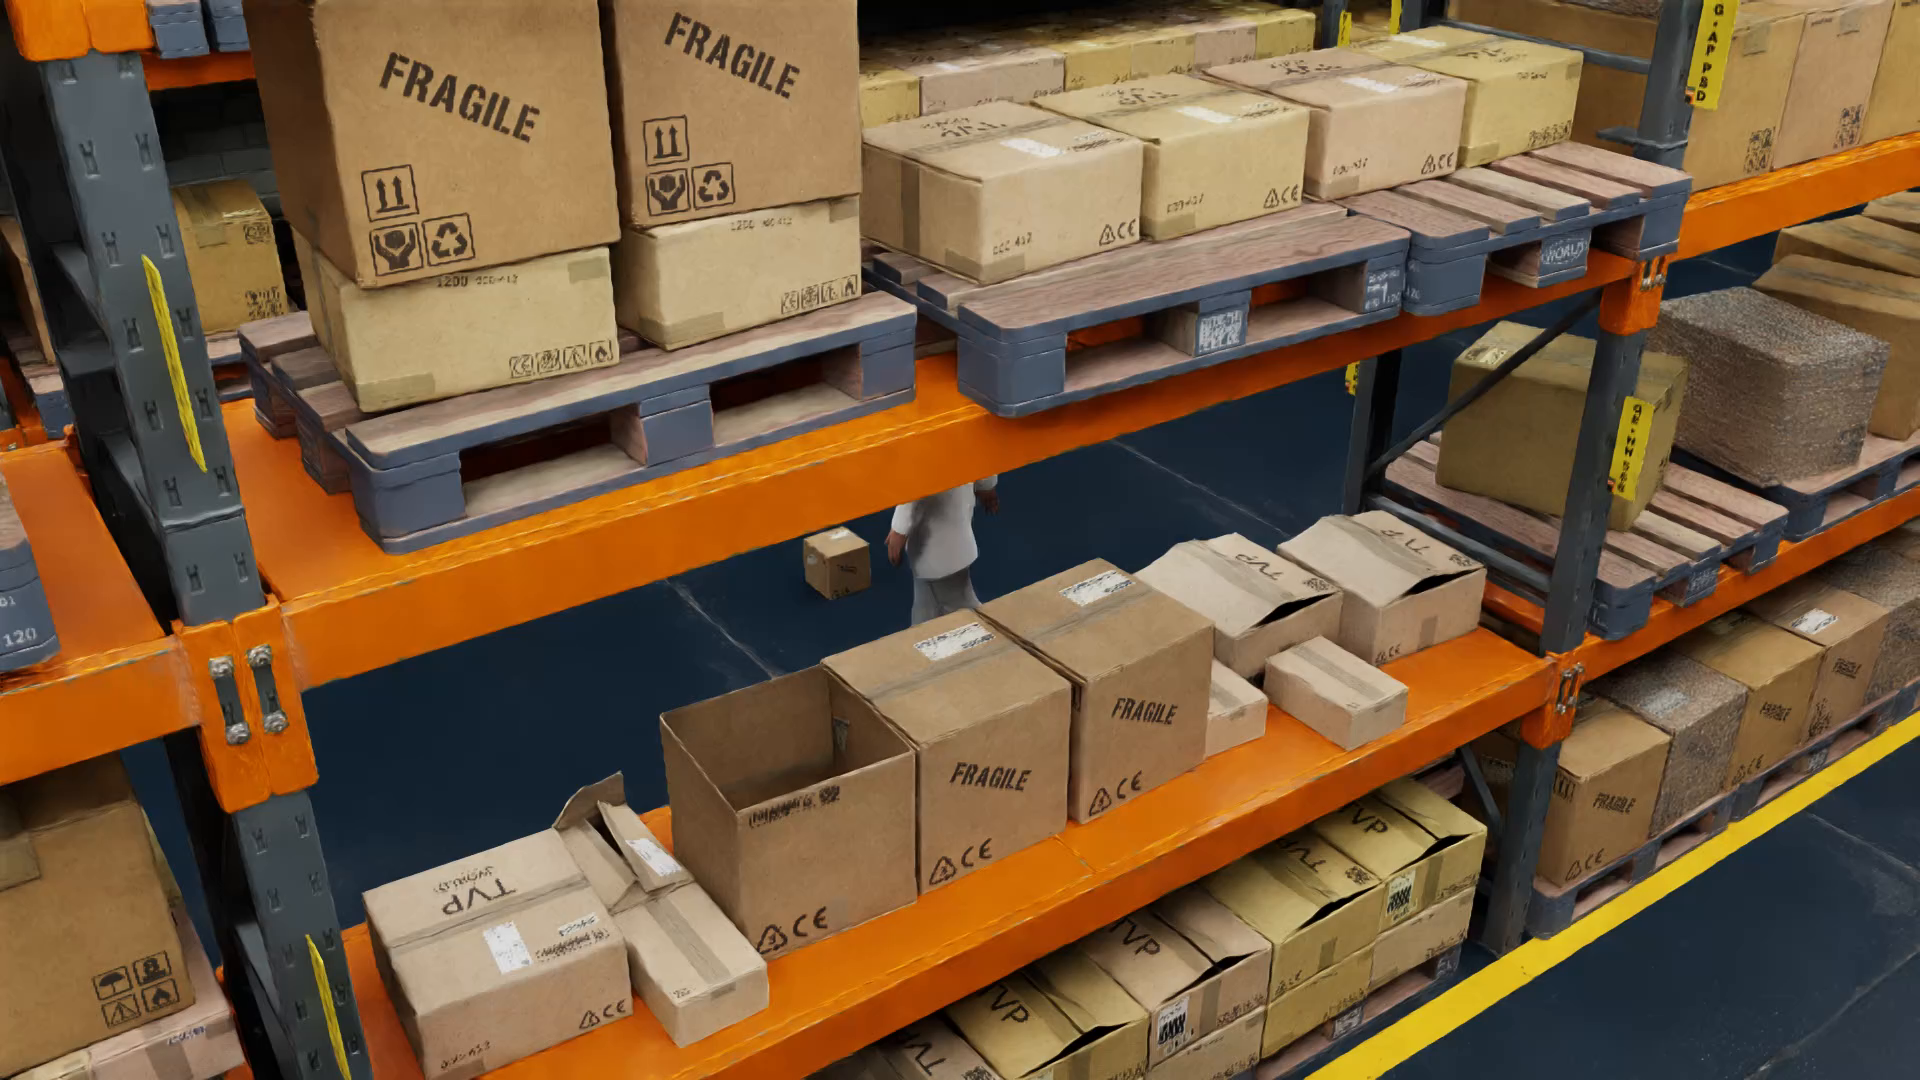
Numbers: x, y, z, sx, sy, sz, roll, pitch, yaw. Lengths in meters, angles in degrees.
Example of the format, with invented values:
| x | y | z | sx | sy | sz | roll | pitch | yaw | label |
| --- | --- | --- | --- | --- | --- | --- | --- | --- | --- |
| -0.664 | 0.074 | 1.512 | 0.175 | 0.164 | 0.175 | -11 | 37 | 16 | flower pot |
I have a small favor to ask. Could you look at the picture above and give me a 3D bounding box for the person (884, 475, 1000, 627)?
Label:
| x | y | z | sx | sy | sz | roll | pitch | yaw | label |
| --- | --- | --- | --- | --- | --- | --- | --- | --- | --- |
| -0.078 | -0.128 | 7.372 | 0.685 | 1.776 | 0.701 | 9 | 29 | 16 | person |
